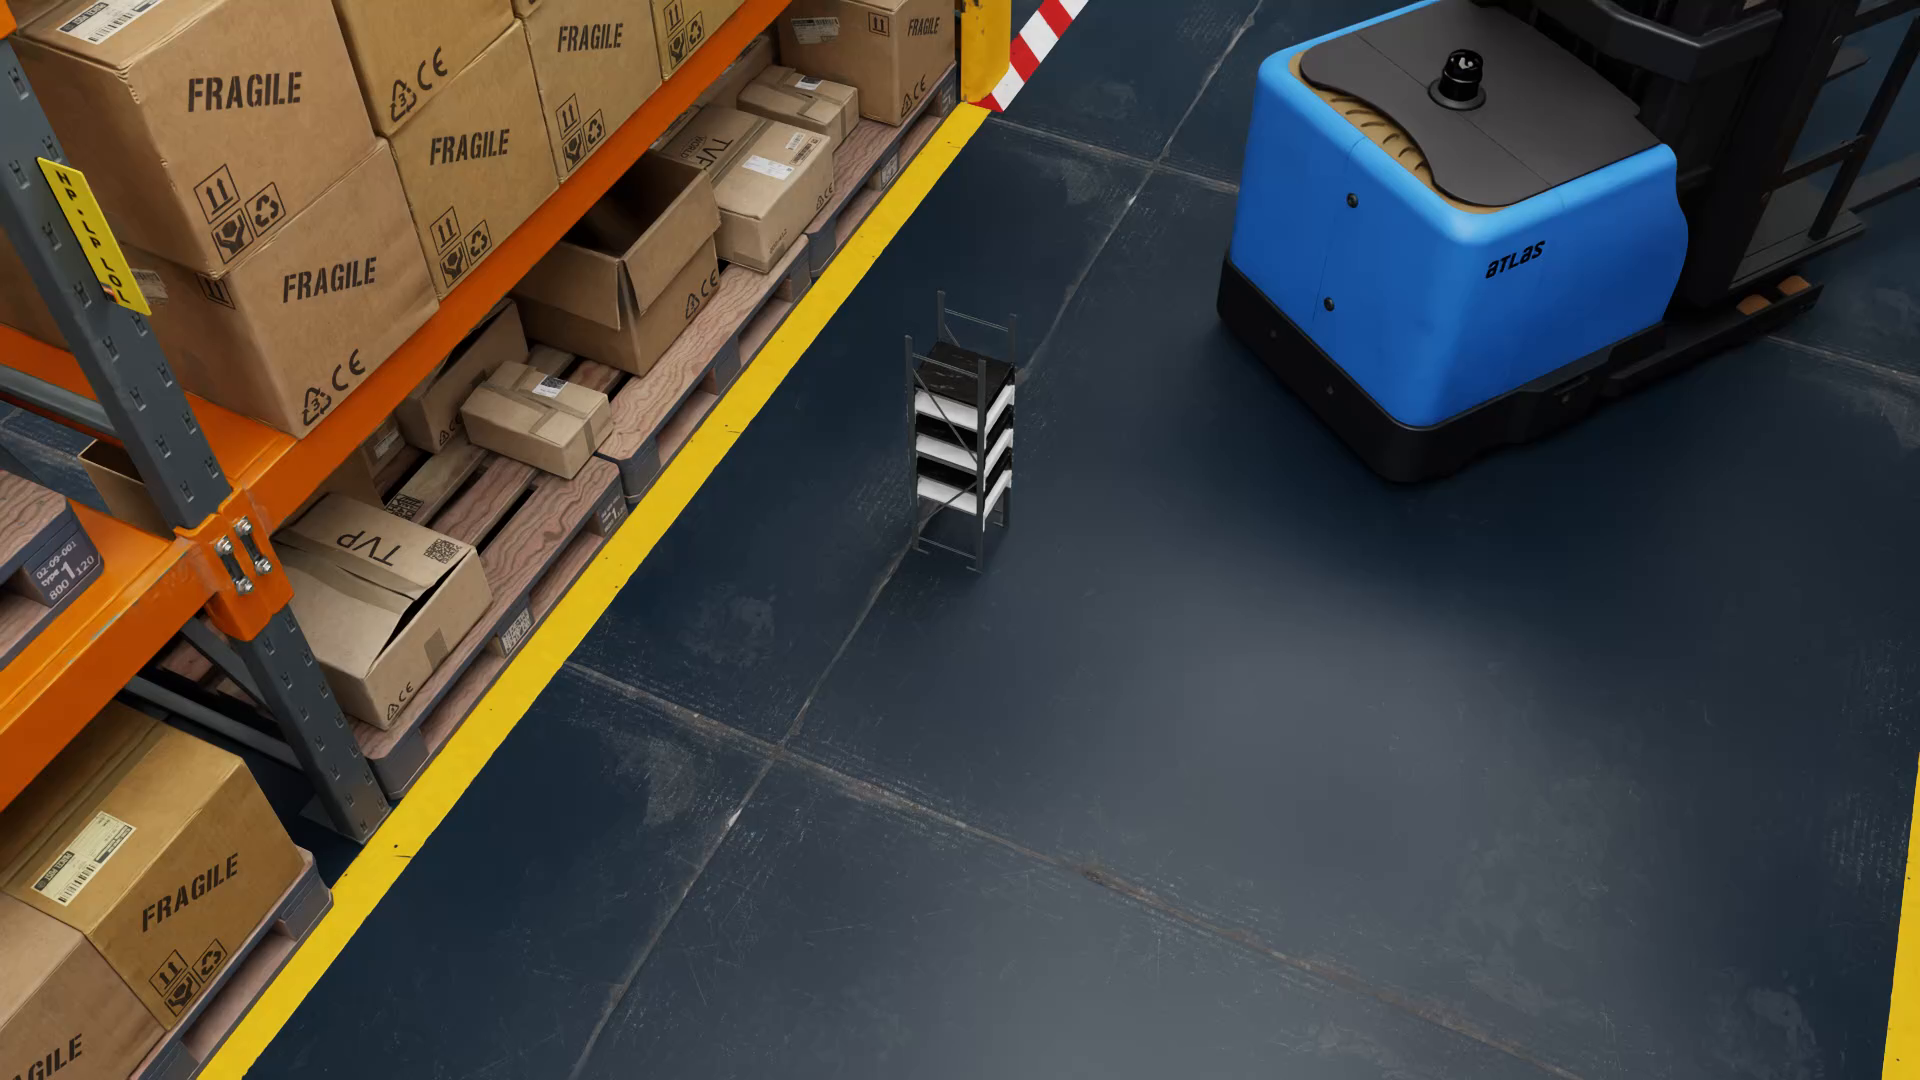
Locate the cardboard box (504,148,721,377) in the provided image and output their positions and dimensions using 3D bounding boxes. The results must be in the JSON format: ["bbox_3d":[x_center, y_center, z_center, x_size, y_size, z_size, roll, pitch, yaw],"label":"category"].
[{"bbox_3d":[-1.252,-0.970,5.456,0.797,0.503,0.637,20,52,16],"label":"cardboard box"}]

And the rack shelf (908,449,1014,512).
[{"bbox_3d":[0.003,-0.217,5.006,0.258,0.077,0.200,20,52,16],"label":"rack shelf"}]

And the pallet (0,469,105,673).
[{"bbox_3d":[-2.490,0.236,3.206,1.003,0.211,1.213,20,52,16],"label":"pallet"}]

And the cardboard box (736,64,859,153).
[{"bbox_3d":[-0.605,-1.616,6.227,0.380,0.166,0.250,20,52,16],"label":"cardboard box"}]

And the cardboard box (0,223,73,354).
[{"bbox_3d":[-2.068,-0.801,3.896,0.500,0.500,0.500,21,53,17],"label":"cardboard box"}]

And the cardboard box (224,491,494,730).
[{"bbox_3d":[-1.675,0.169,4.613,0.500,0.311,0.500,20,52,16],"label":"cardboard box"}]

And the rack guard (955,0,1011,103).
[{"bbox_3d":[-0.374,-2.233,6.822,1.175,0.500,0.348,20,52,16],"label":"rack guard"}]

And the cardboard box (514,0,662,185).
[{"bbox_3d":[-1.154,-1.333,4.349,0.500,0.500,0.500,20,52,16],"label":"cardboard box"}]

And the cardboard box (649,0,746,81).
[{"bbox_3d":[-0.938,-1.684,4.647,0.500,0.500,0.500,19,52,16],"label":"cardboard box"}]

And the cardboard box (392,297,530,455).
[{"bbox_3d":[-1.743,-0.613,5.279,0.500,0.311,0.500,20,52,16],"label":"cardboard box"}]

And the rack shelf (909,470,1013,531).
[{"bbox_3d":[0.003,-0.159,5.075,0.258,0.077,0.200,20,52,16],"label":"rack shelf"}]

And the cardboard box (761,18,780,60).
[{"bbox_3d":[-0.938,-1.971,6.529,0.380,0.166,0.250,20,52,16],"label":"cardboard box"}]

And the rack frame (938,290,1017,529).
[{"bbox_3d":[0.047,-0.367,4.972,0.240,0.900,0.006,20,52,16],"label":"rack frame"}]

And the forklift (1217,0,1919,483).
[{"bbox_3d":[2.439,-1.975,5.006,3.031,2.935,1.130,-24,54,-19],"label":"forklift"}]

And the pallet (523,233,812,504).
[{"bbox_3d":[-1.236,-0.753,5.752,1.003,0.211,1.213,20,52,16],"label":"pallet"}]

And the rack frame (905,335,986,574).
[{"bbox_3d":[-0.040,-0.227,4.852,0.240,0.900,0.006,20,52,16],"label":"rack frame"}]

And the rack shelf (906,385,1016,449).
[{"bbox_3d":[0.003,-0.392,4.800,0.258,0.077,0.200,20,52,16],"label":"rack shelf"}]

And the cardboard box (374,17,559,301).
[{"bbox_3d":[-1.370,-0.989,4.057,0.500,0.500,0.500,21,53,17],"label":"cardboard box"}]

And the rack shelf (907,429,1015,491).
[{"bbox_3d":[0.003,-0.276,4.937,0.258,0.077,0.200,20,52,16],"label":"rack shelf"}]

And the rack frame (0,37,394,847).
[{"bbox_3d":[-2.050,-0.341,3.571,1.000,3.000,0.127,20,52,16],"label":"rack frame"}]

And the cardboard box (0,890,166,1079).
[{"bbox_3d":[-2.221,1.097,3.699,0.500,0.500,0.500,20,52,16],"label":"cardboard box"}]

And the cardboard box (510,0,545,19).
[{"bbox_3d":[-1.154,-1.640,3.953,0.500,0.500,0.500,18,52,15],"label":"cardboard box"}]

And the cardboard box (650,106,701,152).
[{"bbox_3d":[-1.257,-1.376,5.968,0.500,0.250,0.500,20,52,16],"label":"cardboard box"}]

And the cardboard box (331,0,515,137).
[{"bbox_3d":[-1.374,-1.286,3.652,0.500,0.500,0.500,18,52,15],"label":"cardboard box"}]

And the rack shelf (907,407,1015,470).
[{"bbox_3d":[0.003,-0.334,4.869,0.258,0.077,0.200,20,52,16],"label":"rack shelf"}]

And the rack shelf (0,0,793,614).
[{"bbox_3d":[-1.196,-1.485,5.016,1.077,0.370,4.000,20,52,16],"label":"rack shelf"}]

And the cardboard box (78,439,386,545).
[{"bbox_3d":[-2.063,-0.158,4.767,0.500,0.500,0.500,20,52,16],"label":"cardboard box"}]

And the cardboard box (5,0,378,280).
[{"bbox_3d":[-1.594,-0.930,3.350,0.500,0.500,0.500,21,53,17],"label":"cardboard box"}]

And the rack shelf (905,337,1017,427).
[{"bbox_3d":[0.003,-0.451,4.732,0.258,0.077,0.200,20,52,16],"label":"rack shelf"}]

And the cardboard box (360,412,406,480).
[{"bbox_3d":[-1.957,-0.322,5.138,0.380,0.149,0.250,20,52,16],"label":"cardboard box"}]

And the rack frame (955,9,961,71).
[{"bbox_3d":[-0.341,-3.095,5.914,1.000,3.000,0.127,20,52,16],"label":"rack frame"}]

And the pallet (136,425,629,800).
[{"bbox_3d":[-1.756,0.090,5.035,1.003,0.211,1.213,20,52,16],"label":"pallet"}]

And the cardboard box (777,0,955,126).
[{"bbox_3d":[-0.351,-1.973,6.312,0.500,0.500,0.500,20,52,16],"label":"cardboard box"}]

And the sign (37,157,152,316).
[{"bbox_3d":[-1.547,-0.538,2.978,0.100,0.325,0.005,20,52,16],"label":"sign"}]

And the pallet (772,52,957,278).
[{"bbox_3d":[-0.713,-1.590,6.465,1.003,0.211,1.213,20,52,16],"label":"pallet"}]

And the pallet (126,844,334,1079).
[{"bbox_3d":[-2.363,1.135,4.146,1.003,0.211,1.213,20,52,16],"label":"pallet"}]

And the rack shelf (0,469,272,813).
[{"bbox_3d":[-2.904,1.269,2.673,1.077,0.370,4.000,20,52,16],"label":"rack shelf"}]

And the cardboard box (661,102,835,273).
[{"bbox_3d":[-0.784,-1.248,5.859,0.500,0.250,0.500,20,52,16],"label":"cardboard box"}]

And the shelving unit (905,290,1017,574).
[{"bbox_3d":[0.003,-0.297,4.912,0.258,0.900,0.210,20,52,16],"label":"shelving unit"}]

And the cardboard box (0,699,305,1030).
[{"bbox_3d":[-2.002,0.760,3.987,0.500,0.500,0.500,20,52,16],"label":"cardboard box"}]

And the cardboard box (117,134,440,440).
[{"bbox_3d":[-1.586,-0.636,3.756,0.500,0.500,0.500,21,53,17],"label":"cardboard box"}]

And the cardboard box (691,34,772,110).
[{"bbox_3d":[-1.044,-1.720,6.261,0.500,0.250,0.500,20,52,16],"label":"cardboard box"}]

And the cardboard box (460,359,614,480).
[{"bbox_3d":[-1.315,-0.383,5.178,0.380,0.166,0.250,20,52,16],"label":"cardboard box"}]
